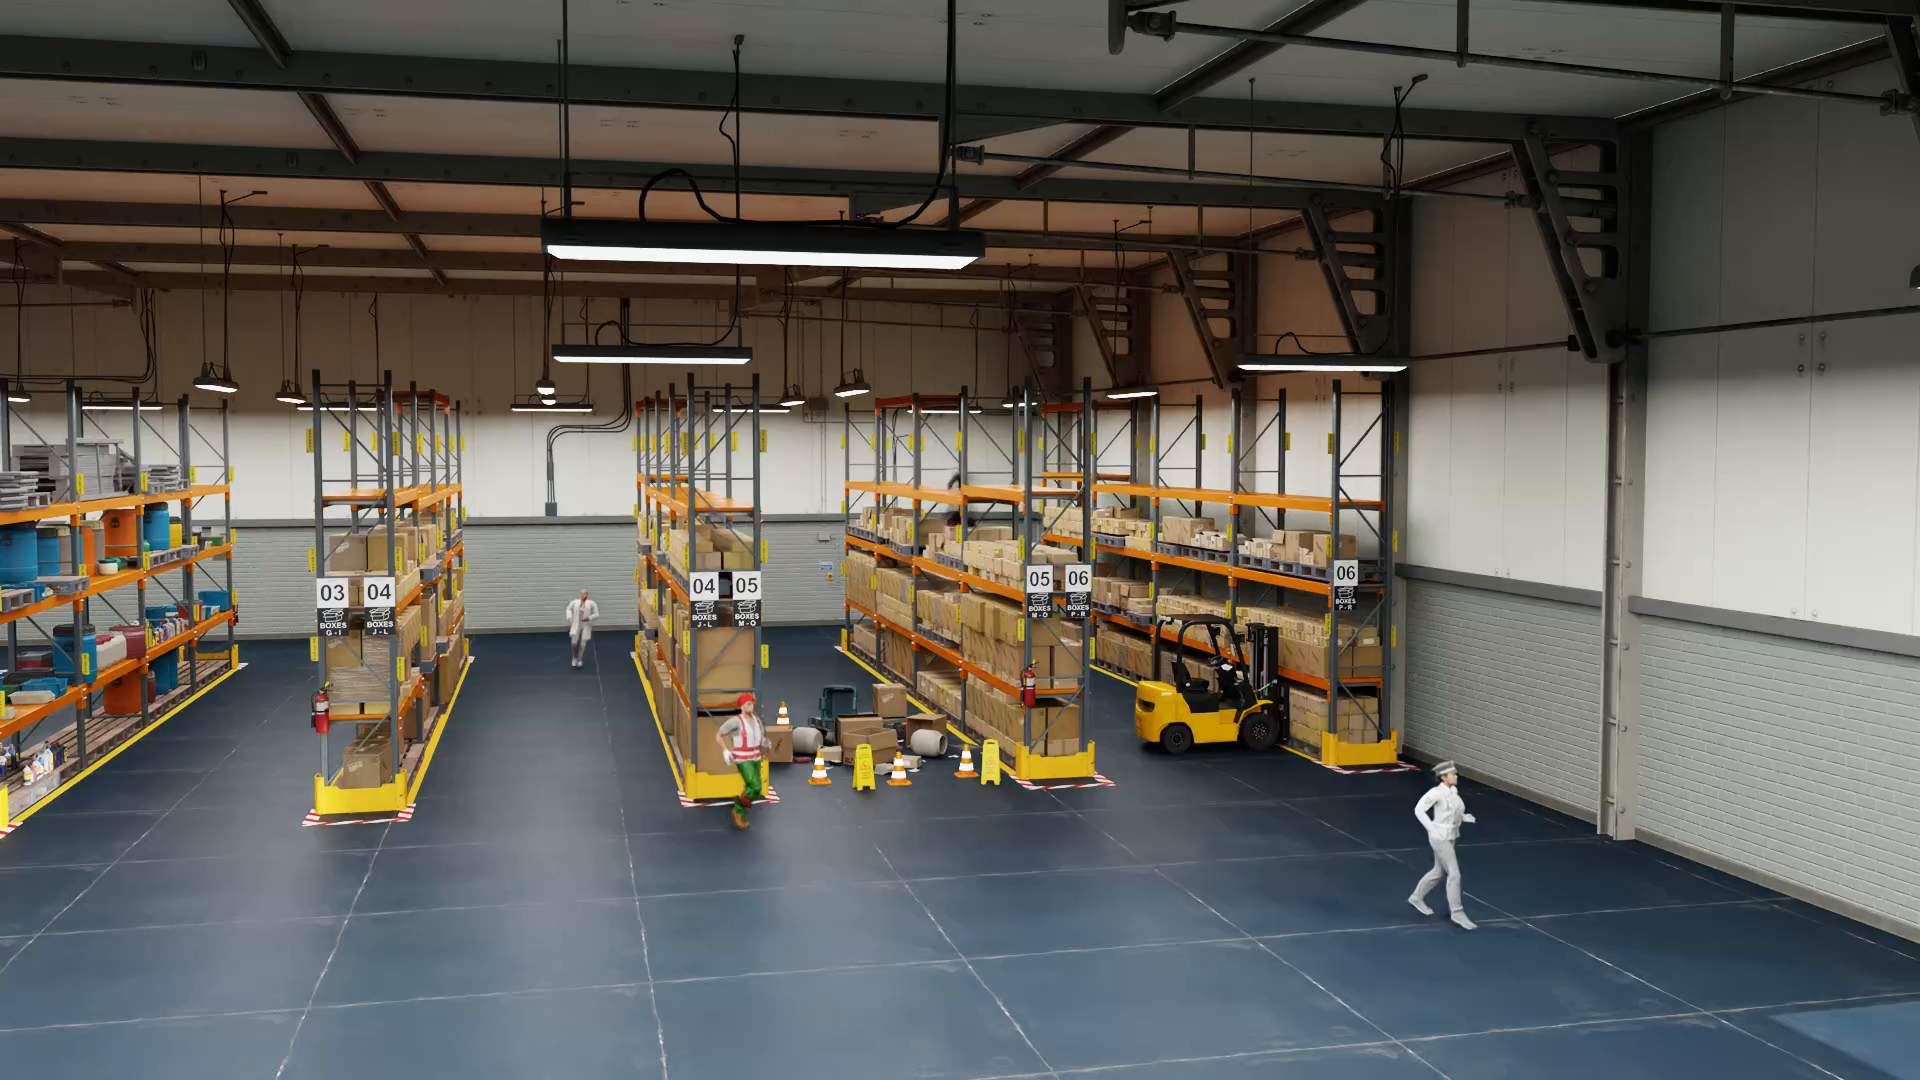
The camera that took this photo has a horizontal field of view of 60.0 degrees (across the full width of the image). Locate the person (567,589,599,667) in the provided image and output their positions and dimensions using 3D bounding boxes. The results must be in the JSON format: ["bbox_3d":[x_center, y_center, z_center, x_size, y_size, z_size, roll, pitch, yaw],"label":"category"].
[{"bbox_3d":[-8.458,1.978,37.254,0.738,1.759,0.609,0,3,-5],"label":"person"}]

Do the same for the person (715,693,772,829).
[{"bbox_3d":[-2.725,2.863,21.516,0.658,1.746,0.651,2,4,34],"label":"person"}]

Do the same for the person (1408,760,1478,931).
[{"bbox_3d":[5.048,3.140,17.351,0.789,1.724,0.606,2,4,37],"label":"person"}]
